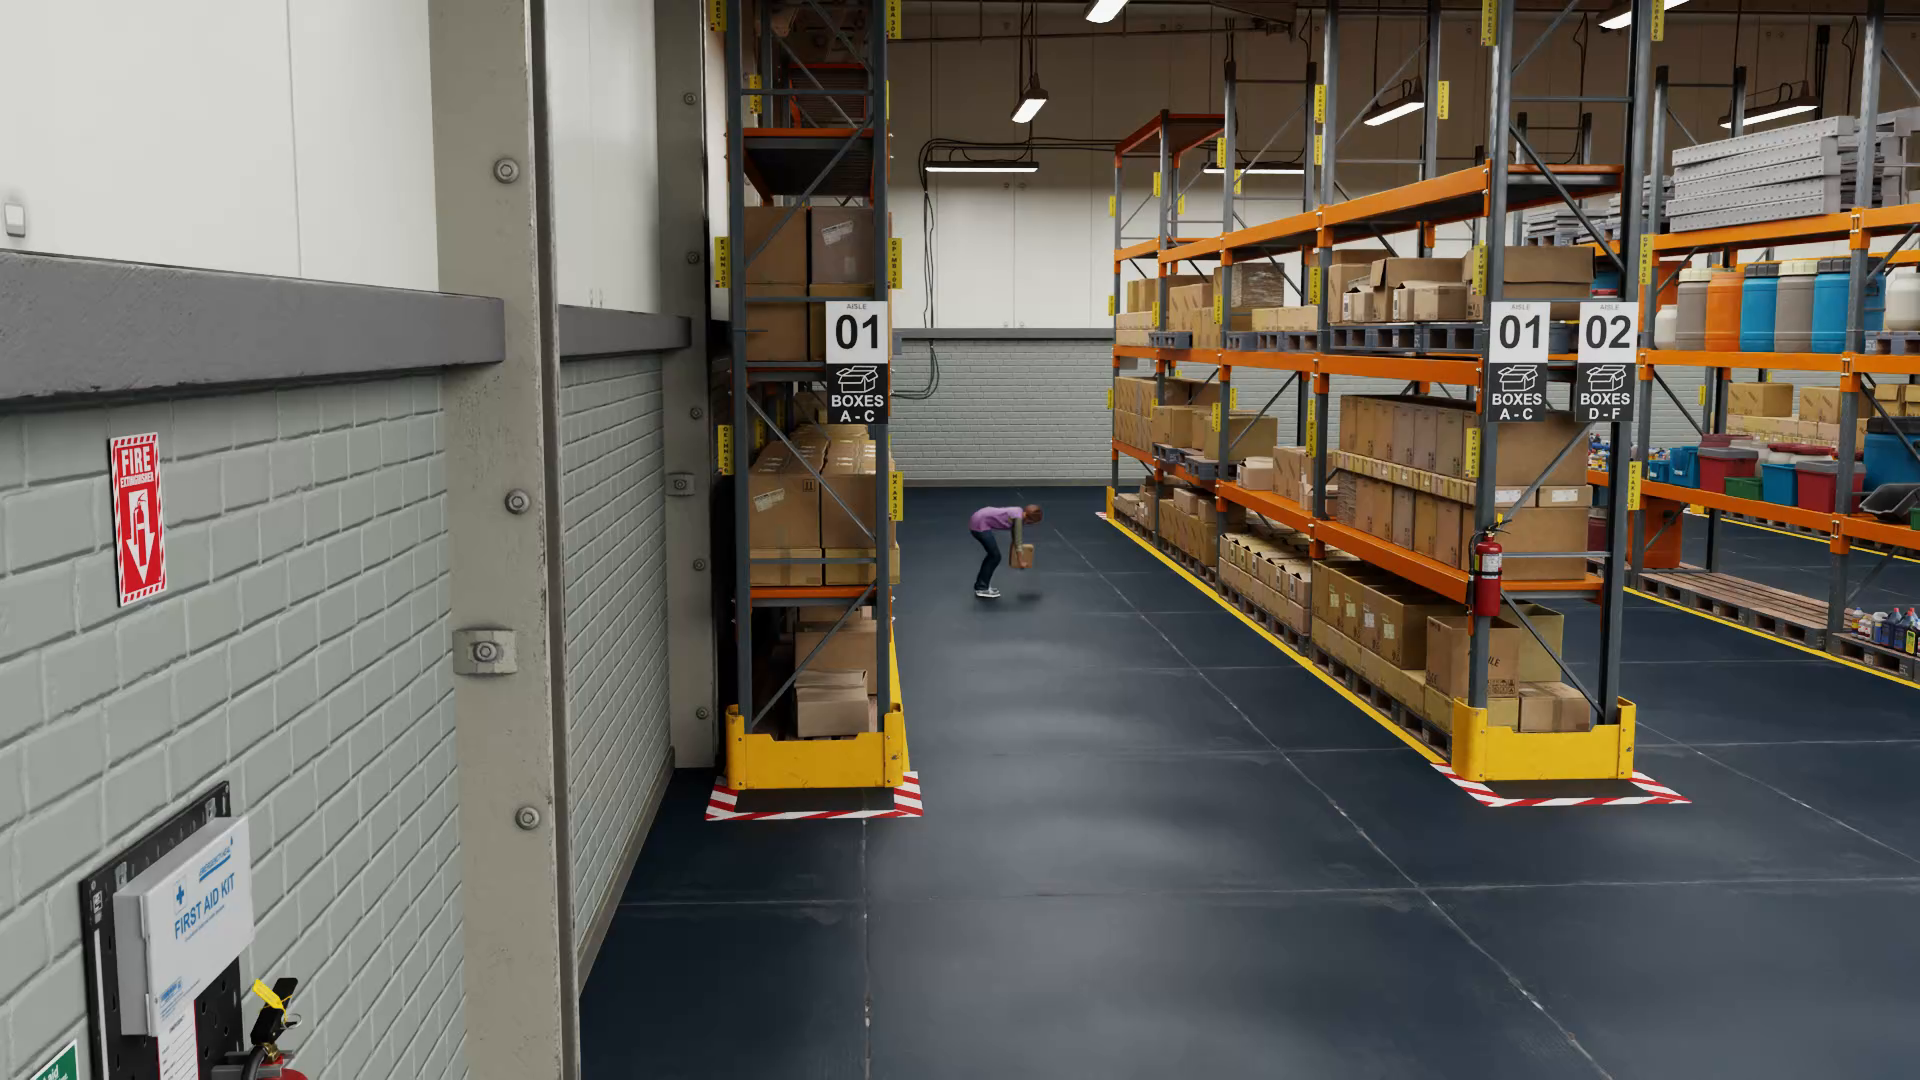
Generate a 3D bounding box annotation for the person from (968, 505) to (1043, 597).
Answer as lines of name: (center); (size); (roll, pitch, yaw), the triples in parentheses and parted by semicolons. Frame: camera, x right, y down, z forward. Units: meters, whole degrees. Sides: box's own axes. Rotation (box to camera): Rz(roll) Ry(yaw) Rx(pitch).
person: (0.521, 0.118, 19.078); (0.865, 1.051, 0.390); (-1, 7, -6)
